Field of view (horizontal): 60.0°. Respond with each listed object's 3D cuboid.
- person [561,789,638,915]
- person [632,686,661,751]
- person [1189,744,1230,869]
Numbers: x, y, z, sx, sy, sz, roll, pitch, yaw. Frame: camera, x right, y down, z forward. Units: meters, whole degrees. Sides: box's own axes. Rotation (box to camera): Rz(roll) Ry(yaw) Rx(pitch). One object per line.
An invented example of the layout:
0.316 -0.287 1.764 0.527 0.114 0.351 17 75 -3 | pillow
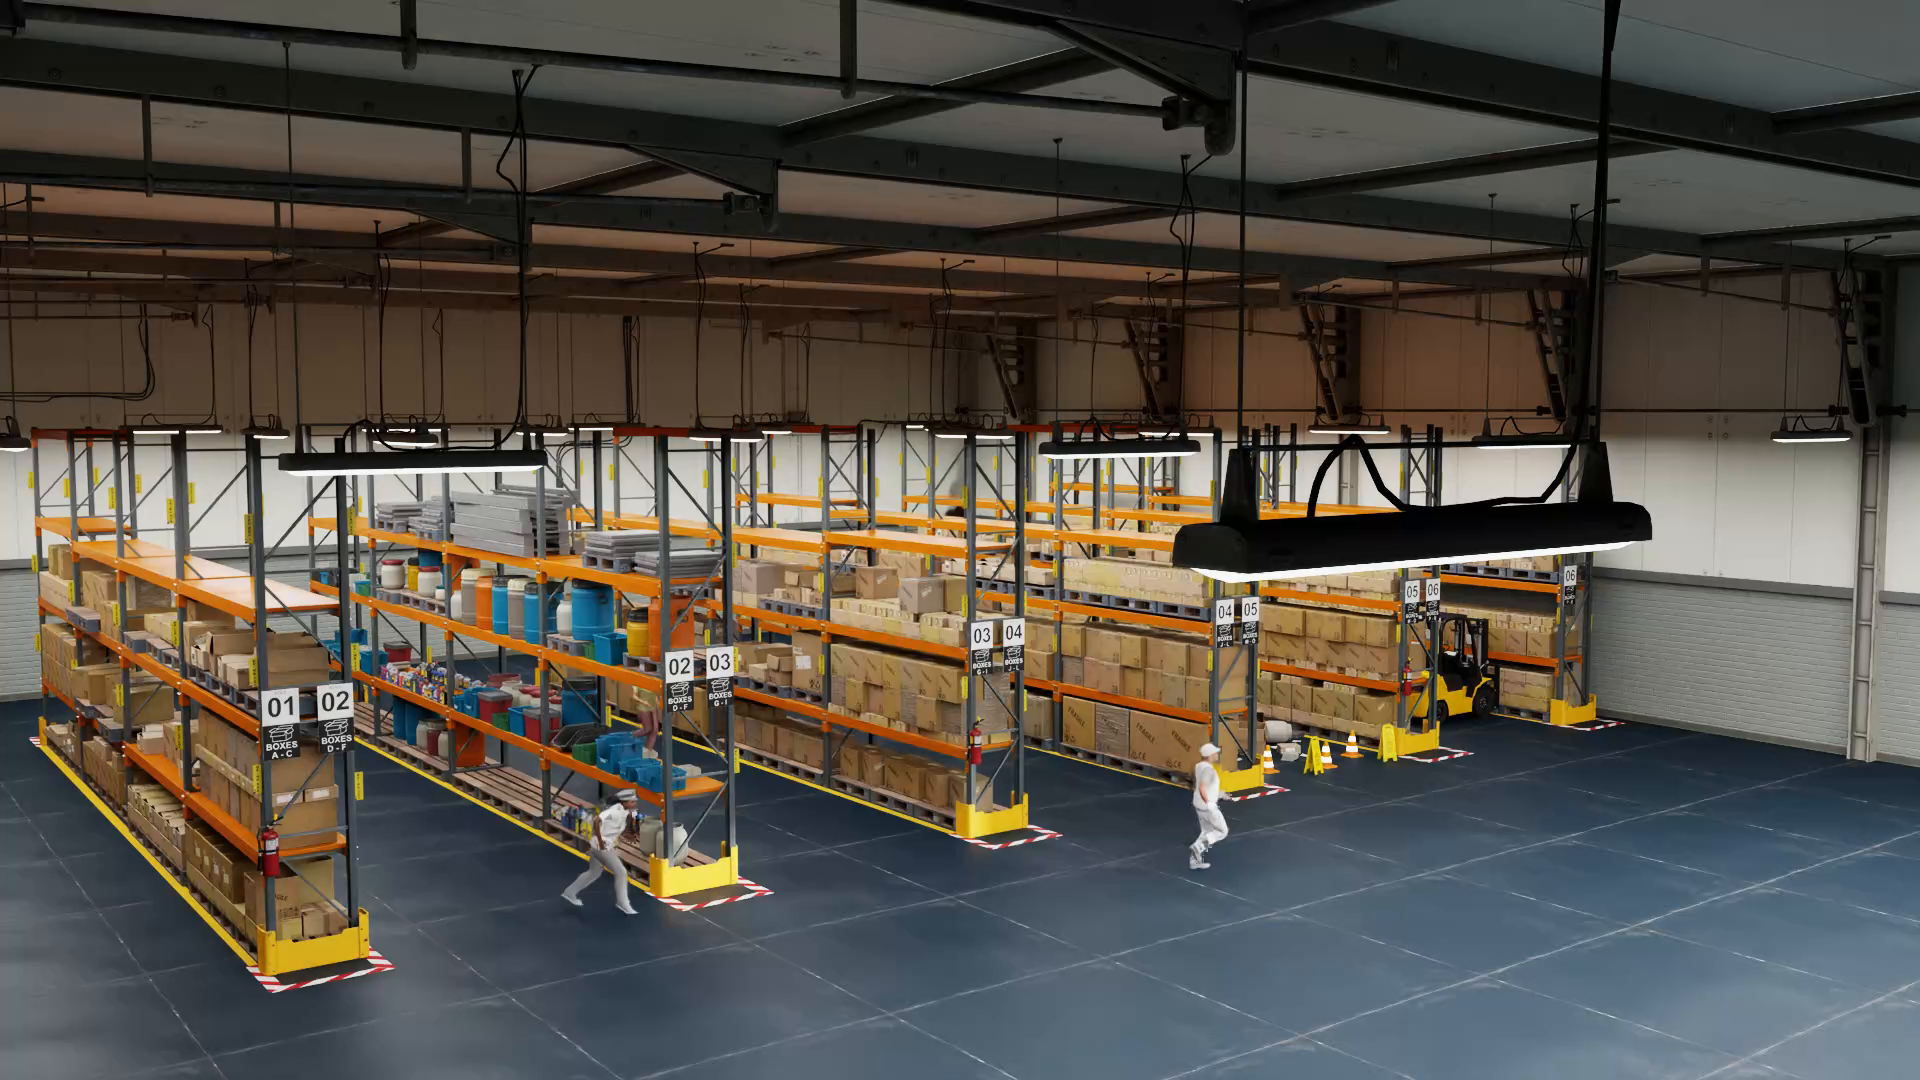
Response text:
-4.523 3.931 20.859 0.977 1.625 0.617 0 4 2 | person
-5.757 3.127 30.534 0.572 1.613 0.574 4 6 39 | person
3.448 3.663 22.884 0.625 1.732 0.665 -1 5 -8 | person
